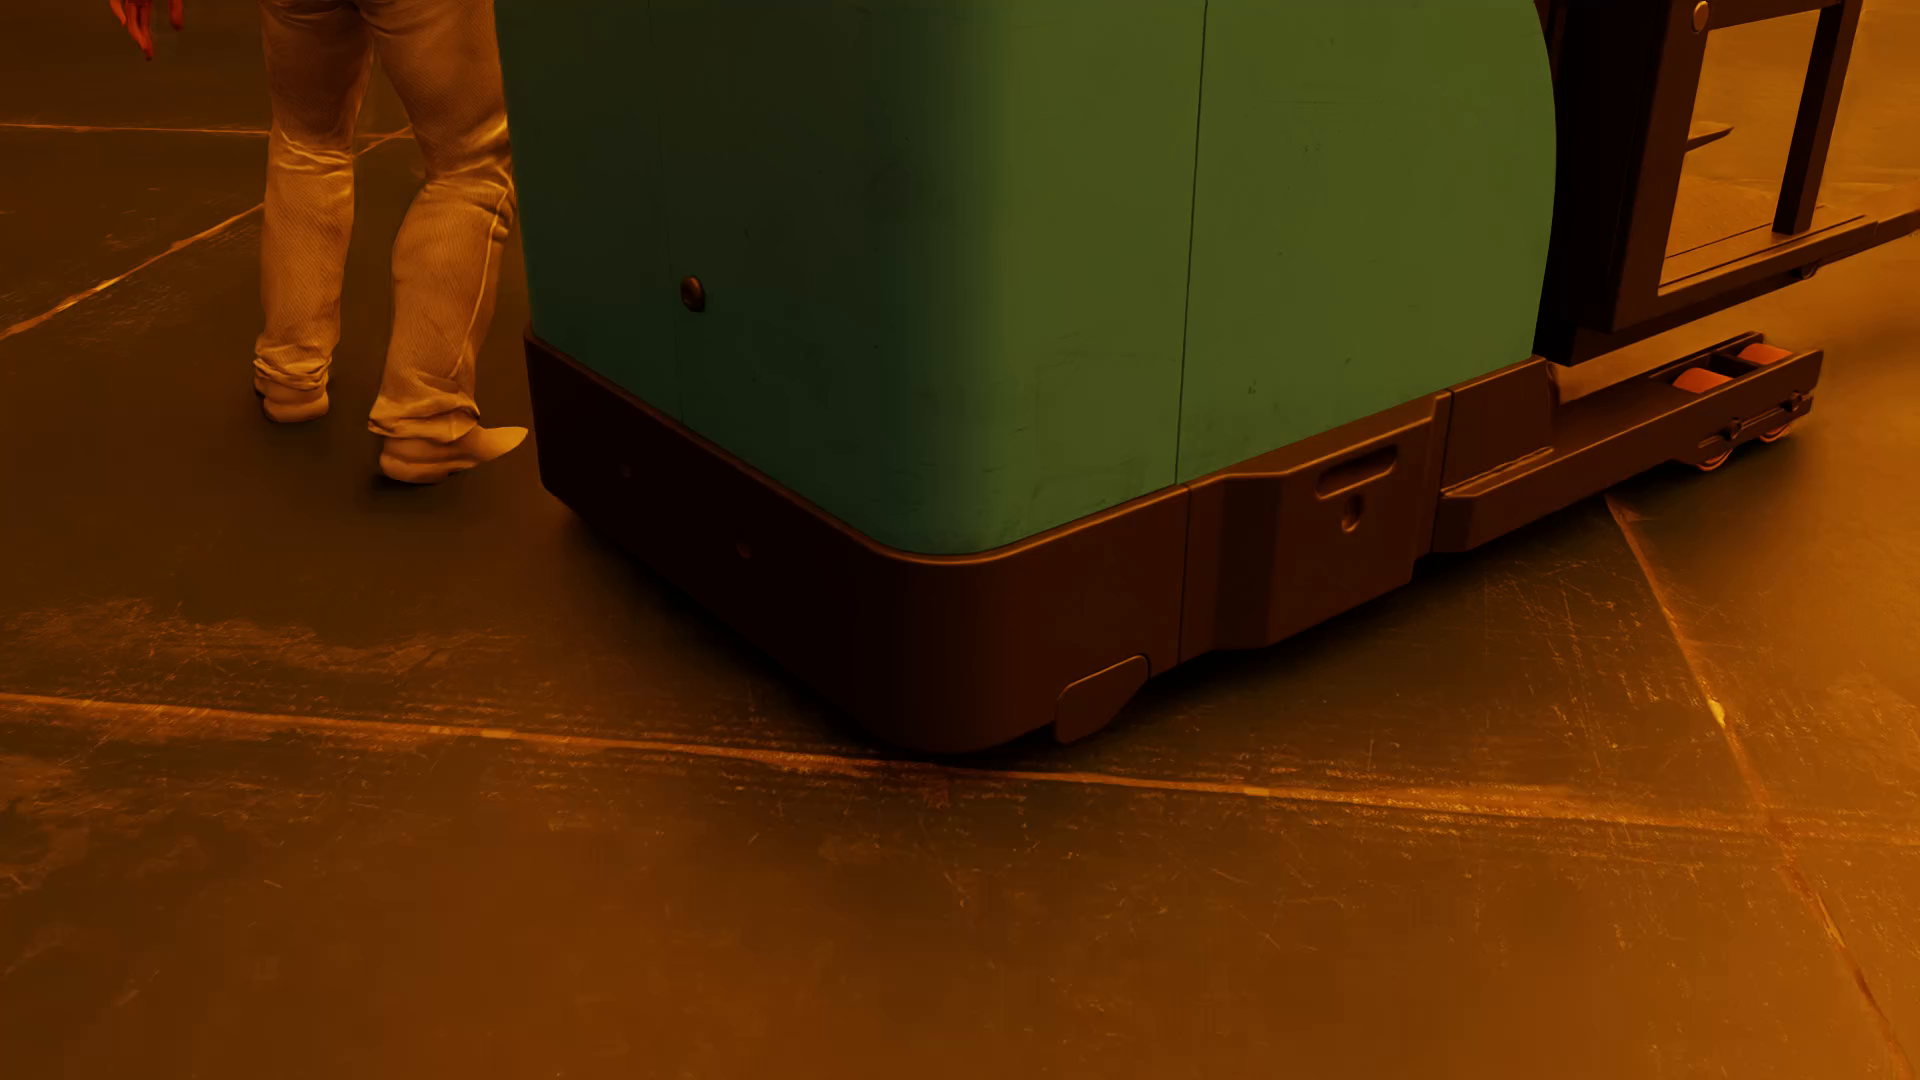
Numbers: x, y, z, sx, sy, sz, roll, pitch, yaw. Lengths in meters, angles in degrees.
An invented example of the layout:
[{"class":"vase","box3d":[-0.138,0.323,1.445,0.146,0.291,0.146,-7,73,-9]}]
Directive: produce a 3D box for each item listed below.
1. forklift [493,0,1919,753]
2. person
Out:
[{"class":"forklift","box3d":[0.834,-1.590,2.404,3.031,2.935,1.130,-19,32,-34]},{"class":"person","box3d":[-0.920,-0.946,2.538,0.879,1.740,0.487,11,28,20]}]
